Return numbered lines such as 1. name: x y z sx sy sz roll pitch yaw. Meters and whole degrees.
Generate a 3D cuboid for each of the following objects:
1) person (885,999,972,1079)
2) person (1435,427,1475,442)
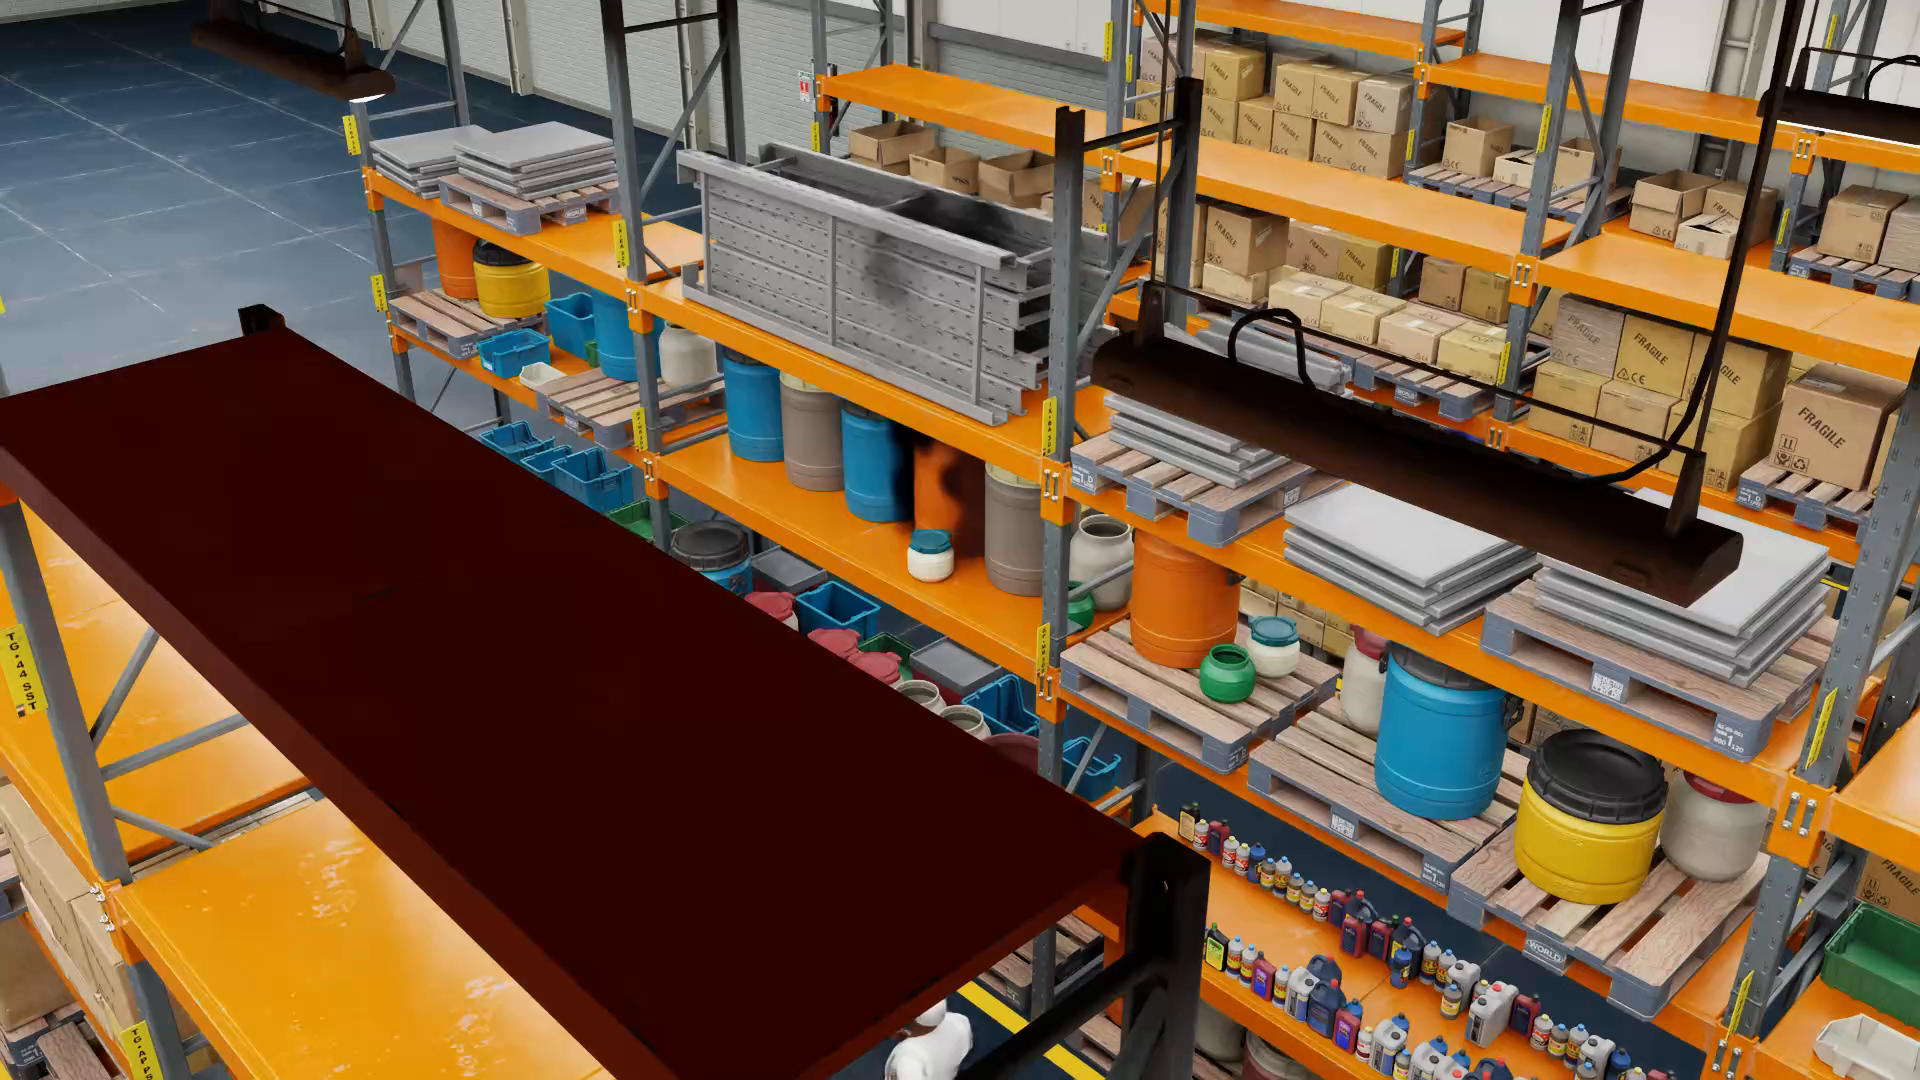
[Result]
1. person: -0.151 3.047 8.673 0.867 1.794 0.712 23 36 37
2. person: 4.838 -0.680 16.308 0.909 1.657 0.575 20 34 33
